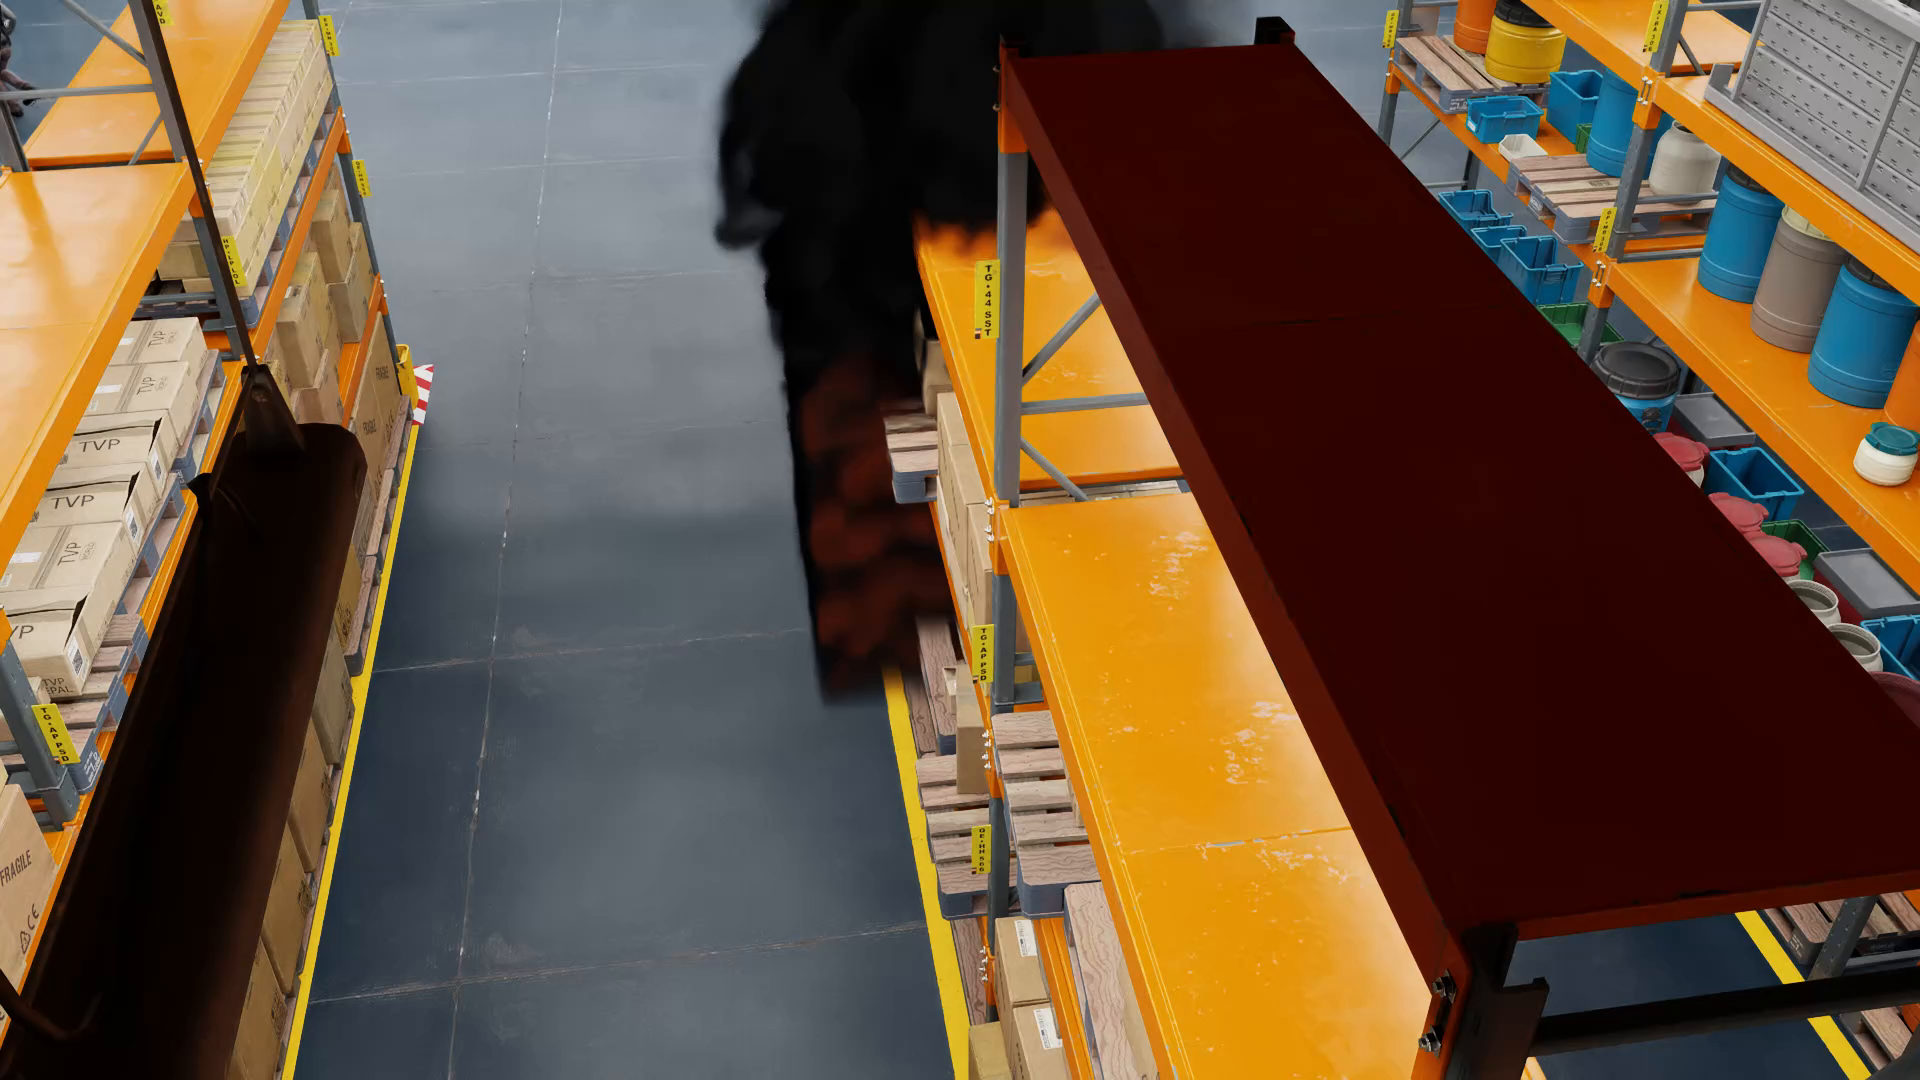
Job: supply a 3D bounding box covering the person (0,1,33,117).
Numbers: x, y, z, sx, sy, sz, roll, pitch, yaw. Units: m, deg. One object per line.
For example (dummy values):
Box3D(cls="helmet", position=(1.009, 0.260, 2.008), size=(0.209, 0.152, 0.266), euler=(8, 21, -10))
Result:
Box3D(cls="person", position=(-11.730, -5.964, 20.166), size=(0.578, 1.677, 0.658), euler=(17, 40, 22))
